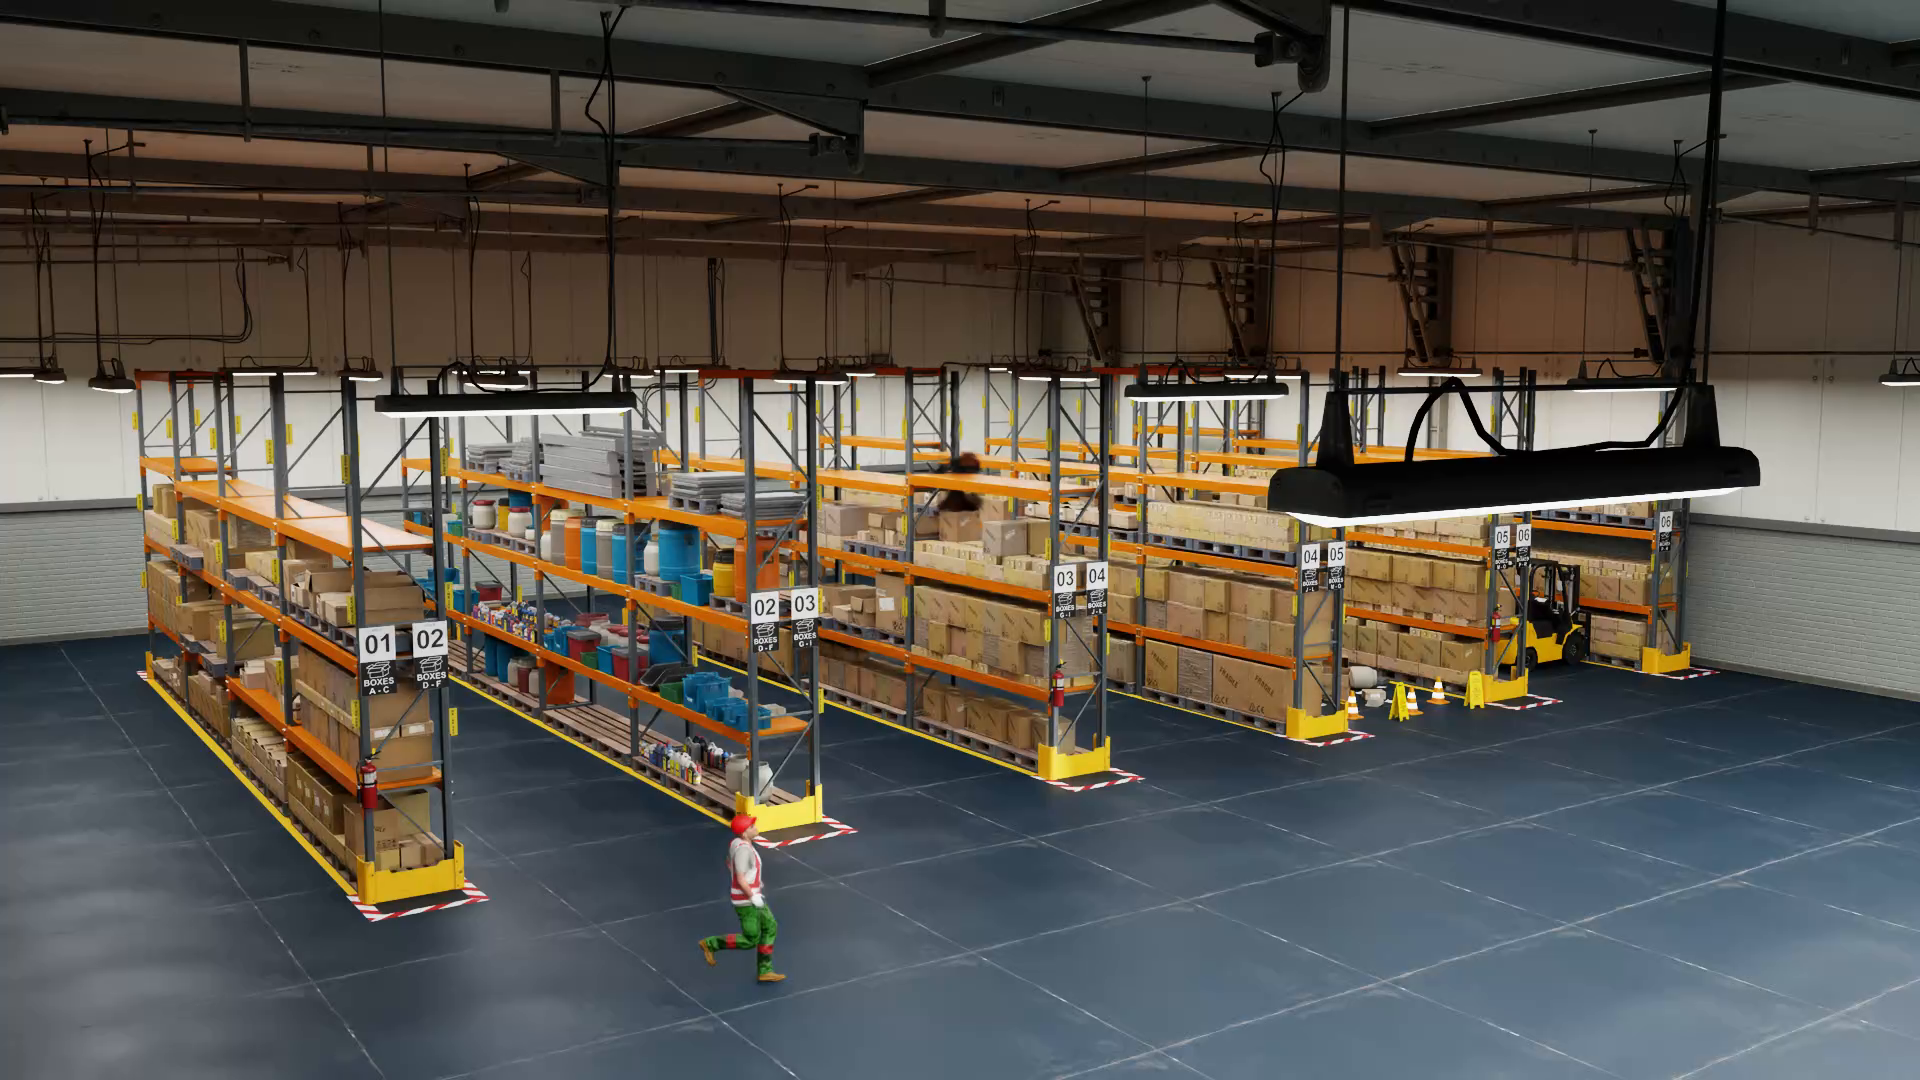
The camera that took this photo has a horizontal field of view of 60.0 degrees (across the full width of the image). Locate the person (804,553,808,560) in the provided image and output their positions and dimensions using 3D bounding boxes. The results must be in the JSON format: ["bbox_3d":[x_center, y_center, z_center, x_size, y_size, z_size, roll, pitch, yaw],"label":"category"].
[{"bbox_3d":[-3.716,0.883,41.574,0.609,1.568,0.587,-3,7,-26],"label":"person"}]

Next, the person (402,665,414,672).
[{"bbox_3d":[-9.083,2.397,27.045,0.686,1.801,0.935,-5,8,-37],"label":"person"}]

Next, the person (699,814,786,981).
[{"bbox_3d":[-2.187,3.604,16.691,0.868,1.739,0.654,-1,7,-8],"label":"person"}]
